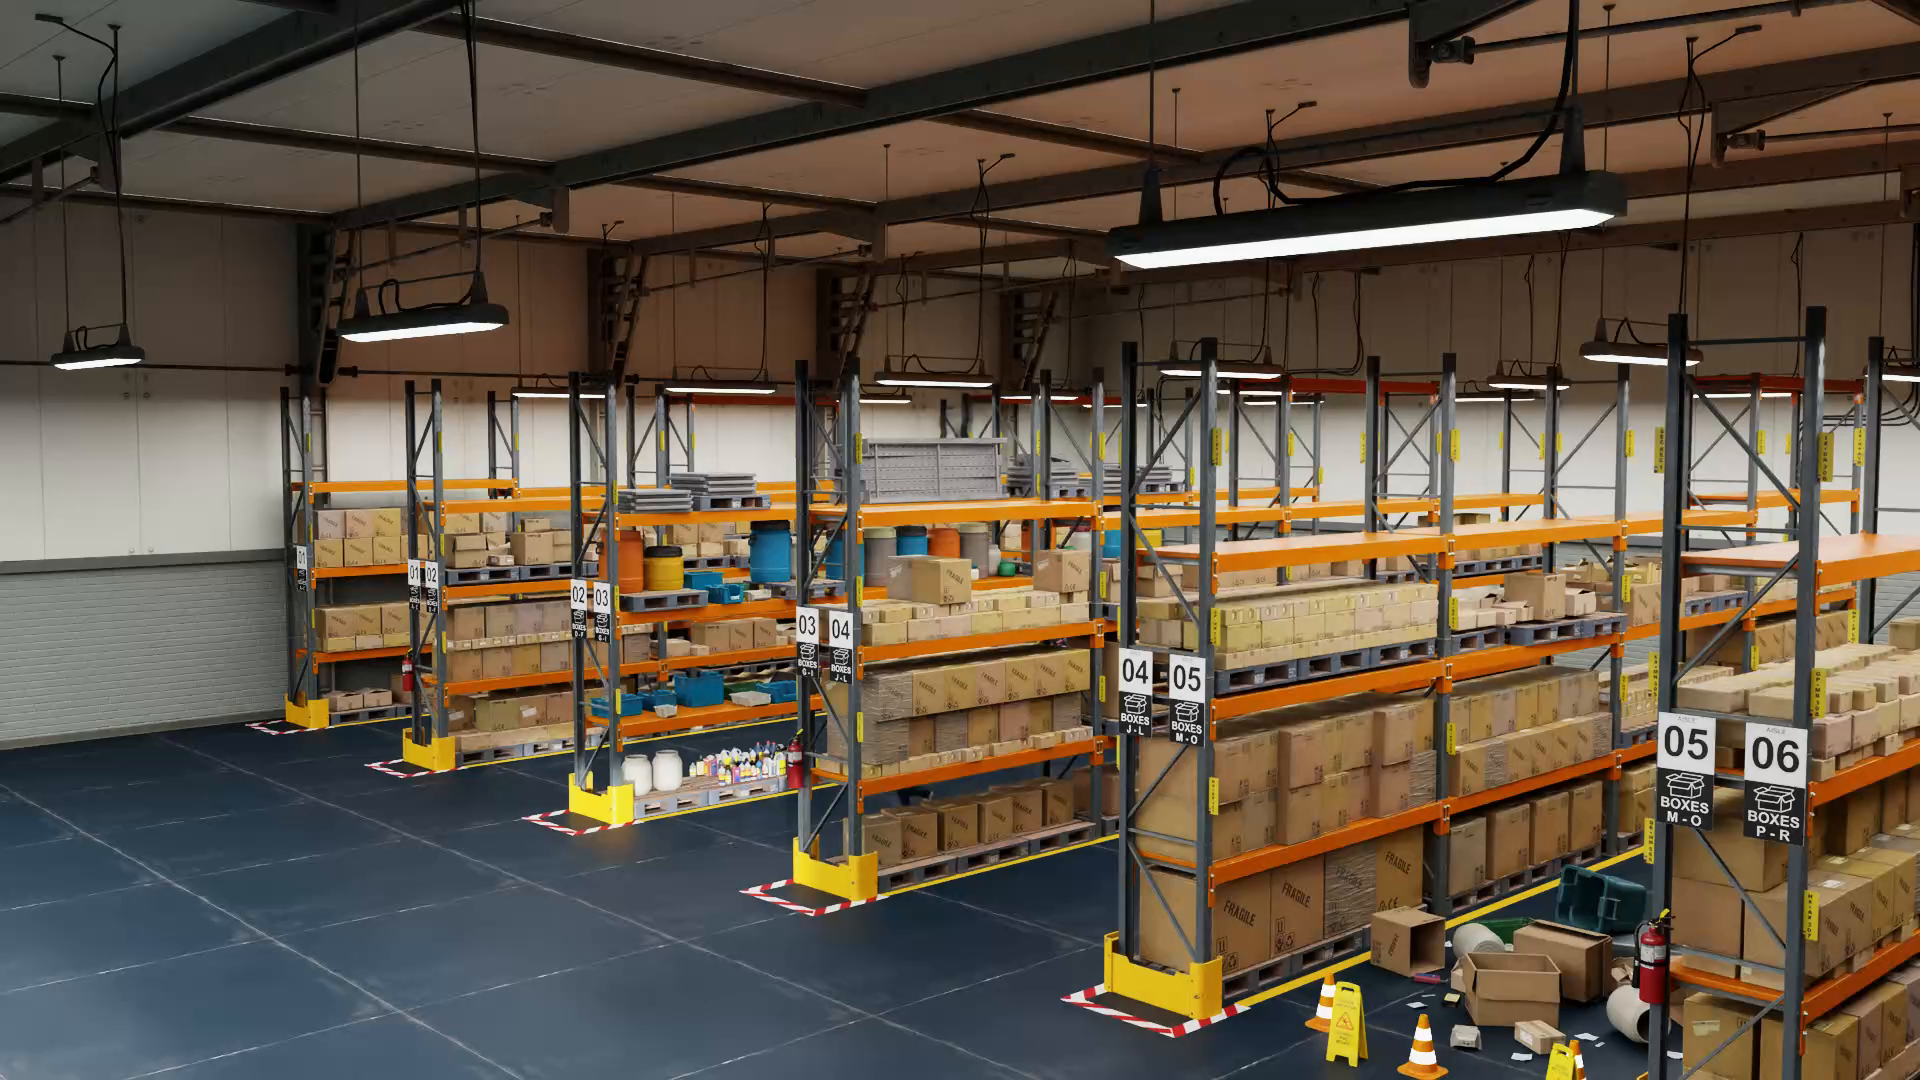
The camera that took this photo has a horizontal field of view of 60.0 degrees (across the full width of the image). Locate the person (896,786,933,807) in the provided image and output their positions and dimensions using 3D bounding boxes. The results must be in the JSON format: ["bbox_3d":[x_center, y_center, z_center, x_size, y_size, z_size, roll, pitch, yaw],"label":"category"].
[{"bbox_3d":[-0.635,2.986,22.103,0.540,1.566,0.604,3,5,39],"label":"person"}]

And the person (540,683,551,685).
[{"bbox_3d":[-7.332,2.393,29.602,0.710,1.811,0.913,3,5,41],"label":"person"}]
